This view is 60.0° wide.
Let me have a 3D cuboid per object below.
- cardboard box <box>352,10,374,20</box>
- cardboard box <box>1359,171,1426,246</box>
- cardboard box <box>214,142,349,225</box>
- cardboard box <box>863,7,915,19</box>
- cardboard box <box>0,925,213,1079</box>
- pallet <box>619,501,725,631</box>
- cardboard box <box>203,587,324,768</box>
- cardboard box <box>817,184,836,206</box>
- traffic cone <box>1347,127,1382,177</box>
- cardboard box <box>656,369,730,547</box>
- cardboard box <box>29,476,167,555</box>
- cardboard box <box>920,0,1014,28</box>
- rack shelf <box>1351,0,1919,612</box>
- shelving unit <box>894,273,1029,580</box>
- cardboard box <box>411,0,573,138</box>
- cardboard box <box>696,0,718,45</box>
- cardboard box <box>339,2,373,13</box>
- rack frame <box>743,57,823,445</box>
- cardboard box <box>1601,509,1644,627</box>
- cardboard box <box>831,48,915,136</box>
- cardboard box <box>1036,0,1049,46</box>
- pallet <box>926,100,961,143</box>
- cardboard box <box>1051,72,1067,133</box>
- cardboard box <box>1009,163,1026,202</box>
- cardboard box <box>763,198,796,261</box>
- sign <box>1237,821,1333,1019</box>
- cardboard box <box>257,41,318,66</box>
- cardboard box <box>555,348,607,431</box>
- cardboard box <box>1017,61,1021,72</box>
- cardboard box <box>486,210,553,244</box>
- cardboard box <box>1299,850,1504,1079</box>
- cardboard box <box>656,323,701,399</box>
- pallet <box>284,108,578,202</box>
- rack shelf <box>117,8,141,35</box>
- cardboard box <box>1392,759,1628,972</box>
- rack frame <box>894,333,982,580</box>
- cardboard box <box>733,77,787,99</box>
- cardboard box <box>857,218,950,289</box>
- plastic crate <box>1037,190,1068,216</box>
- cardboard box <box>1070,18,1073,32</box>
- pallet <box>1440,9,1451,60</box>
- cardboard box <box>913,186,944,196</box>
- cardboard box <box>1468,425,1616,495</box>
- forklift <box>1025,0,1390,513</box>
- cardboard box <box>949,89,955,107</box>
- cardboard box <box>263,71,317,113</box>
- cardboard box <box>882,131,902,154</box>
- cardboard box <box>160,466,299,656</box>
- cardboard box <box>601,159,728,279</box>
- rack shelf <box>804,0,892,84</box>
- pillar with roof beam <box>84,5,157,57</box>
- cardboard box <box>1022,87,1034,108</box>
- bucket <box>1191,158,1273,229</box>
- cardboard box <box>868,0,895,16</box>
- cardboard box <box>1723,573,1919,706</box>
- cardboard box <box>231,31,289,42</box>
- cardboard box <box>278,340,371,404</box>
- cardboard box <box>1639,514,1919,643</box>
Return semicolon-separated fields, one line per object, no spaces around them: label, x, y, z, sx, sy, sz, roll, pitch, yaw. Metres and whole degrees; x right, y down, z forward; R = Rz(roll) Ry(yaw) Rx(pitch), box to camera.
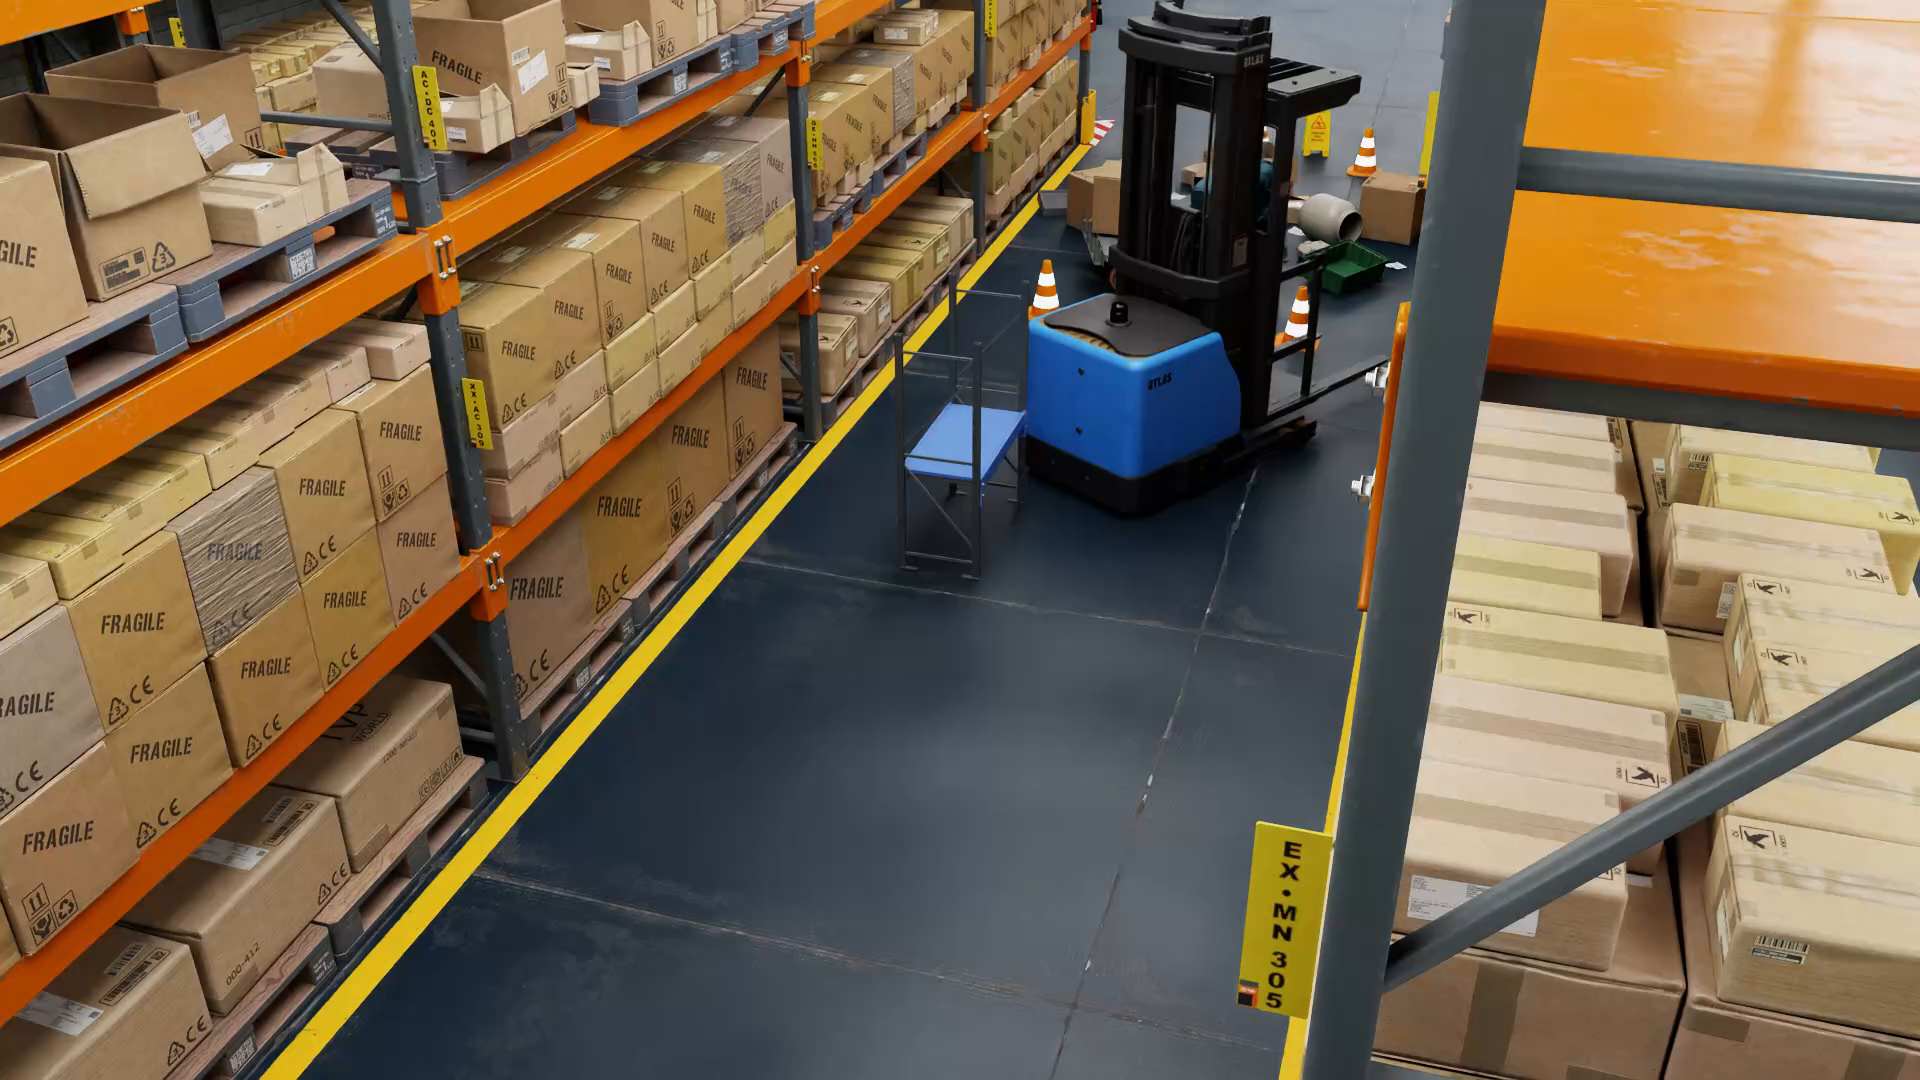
cardboard box;-5.090;-4.542;14.595;0.380;0.149;0.250;8;30;15
cardboard box;3.961;-3.045;15.242;0.500;0.500;0.500;14;32;23
cardboard box;-2.505;-1.347;6.139;0.396;0.266;0.258;9;30;16
cardboard box;-0.687;-4.108;13.744;0.500;0.500;0.500;9;30;16
cardboard box;-3.438;1.837;6.100;0.875;0.438;0.875;9;30;16
pallet;-2.112;0.070;9.942;1.003;0.211;1.213;8;30;15
cardboard box;-2.794;0.474;6.245;0.500;0.500;0.500;8;30;14
cardboard box;-1.061;-2.394;11.329;0.380;0.149;0.250;7;30;12
traffic cone;4.148;-3.975;16.954;0.336;0.463;0.334;8;30;15
cardboard box;-1.997;-0.601;10.033;0.875;0.875;0.875;9;30;15
cardboard box;-2.903;-0.084;5.552;0.380;0.149;0.250;9;30;15
cardboard box;0.062;-4.712;14.233;0.700;0.500;0.500;8;30;14
rack shelf;1.552;-0.927;3.438;1.077;0.370;4.000;8;30;15
shelving unit;0.025;-0.695;9.992;0.538;1.500;1.048;8;30;15
cardboard box;-2.087;-2.116;7.384;0.500;0.500;0.500;8;30;14
cardboard box;-1.519;-2.815;8.880;0.396;0.266;0.258;8;30;14
cardboard box;-5.458;-4.712;14.899;0.380;0.149;0.250;7;30;13
rack frame;-1.449;-2.069;10.919;1.000;3.000;0.127;8;30;15
cardboard box;1.158;0.119;3.541;0.500;0.250;0.500;9;30;16
cardboard box;-0.646;-3.325;12.335;0.500;0.500;0.500;7;30;13
cardboard box;0.535;-4.972;15.728;0.500;0.500;0.500;9;30;15
pallet;-0.638;-3.510;13.706;1.003;0.211;1.213;8;30;15
cardboard box;0.763;-4.444;16.813;0.500;0.500;0.500;10;31;17
cardboard box;0.302;-3.395;15.699;0.500;0.250;0.500;10;31;18
cardboard box;-1.348;-1.961;10.364;0.500;0.250;0.500;8;30;15
sign;0.440;0.522;2.265;0.100;0.325;0.005;8;30;15
cardboard box;-5.467;-3.945;13.521;0.380;0.149;0.250;8;30;15
cardboard box;-2.098;-0.774;8.230;0.500;0.250;0.500;9;30;16
cardboard box;0.352;-4.410;15.385;0.380;0.149;0.250;8;30;15
cardboard box;-2.420;-1.408;8.600;0.500;0.500;0.500;9;30;16
cardboard box;0.845;0.814;2.806;0.500;0.250;0.500;8;30;14
cardboard box;-1.770;-1.019;9.186;0.500;0.250;0.500;8;30;14
pallet;-2.401;-1.870;7.673;0.805;0.209;1.217;7;30;13
rack shelf;-6.782;-2.843;9.964;1.077;0.370;4.000;8;30;15
cardboard box;0.781;0.474;2.492;0.380;0.149;0.250;8;30;14
rack frame;-0.124;-0.459;9.567;0.500;1.500;0.032;8;30;15
cardboard box;-1.440;-2.919;11.606;0.500;0.500;0.500;8;30;14
cardboard box;-0.634;-2.384;13.757;0.950;0.372;0.625;10;31;18
plastic crate;0.970;-3.265;16.071;0.402;0.080;0.583;-1;29;-3
cardboard box;0.930;-5.223;16.847;0.380;0.149;0.250;8;30;14
pallet;3.451;-2.945;9.602;1.213;0.211;1.003;10;31;17
cardboard box;-0.358;-3.223;15.390;0.500;0.250;0.500;10;31;17
cardboard box;1.187;-0.117;3.554;0.380;0.149;0.250;9;30;16
forklift;1.822;-2.050;10.956;3.031;2.935;1.130;-24;37;-36
cardboard box;-0.256;-3.603;13.503;0.380;0.149;0.250;8;30;13
cardboard box;-5.512;-3.573;13.262;0.500;0.250;0.500;8;30;14
cardboard box;-0.655;-3.011;12.439;0.380;0.149;0.250;9;30;16
cardboard box;-2.795;0.041;5.995;0.500;0.500;0.500;9;30;16
cardboard box;-1.646;-1.803;9.309;0.500;0.500;0.500;9;30;15
rack shelf;-0.862;-3.995;12.035;1.077;0.370;4.000;8;30;15
pillar with roof beam;-2.559;-5.517;10.947;9.100;9.000;0.400;8;30;15
cardboard box;0.476;-4.171;15.655;0.380;0.149;0.250;10;31;18
bucket;2.323;-2.894;14.206;0.726;0.611;0.620;20;45;32
cardboard box;-0.751;-4.400;13.602;0.380;0.149;0.250;8;30;15
cardboard box;1.591;0.208;2.971;0.380;0.149;0.250;9;30;16
cardboard box;-5.821;-4.127;13.848;0.380;0.149;0.250;9;30;15
cardboard box;-2.590;-0.679;6.621;0.380;0.149;0.250;9;30;16
cardboard box;1.654;0.202;3.391;0.500;0.250;0.500;9;30;15
